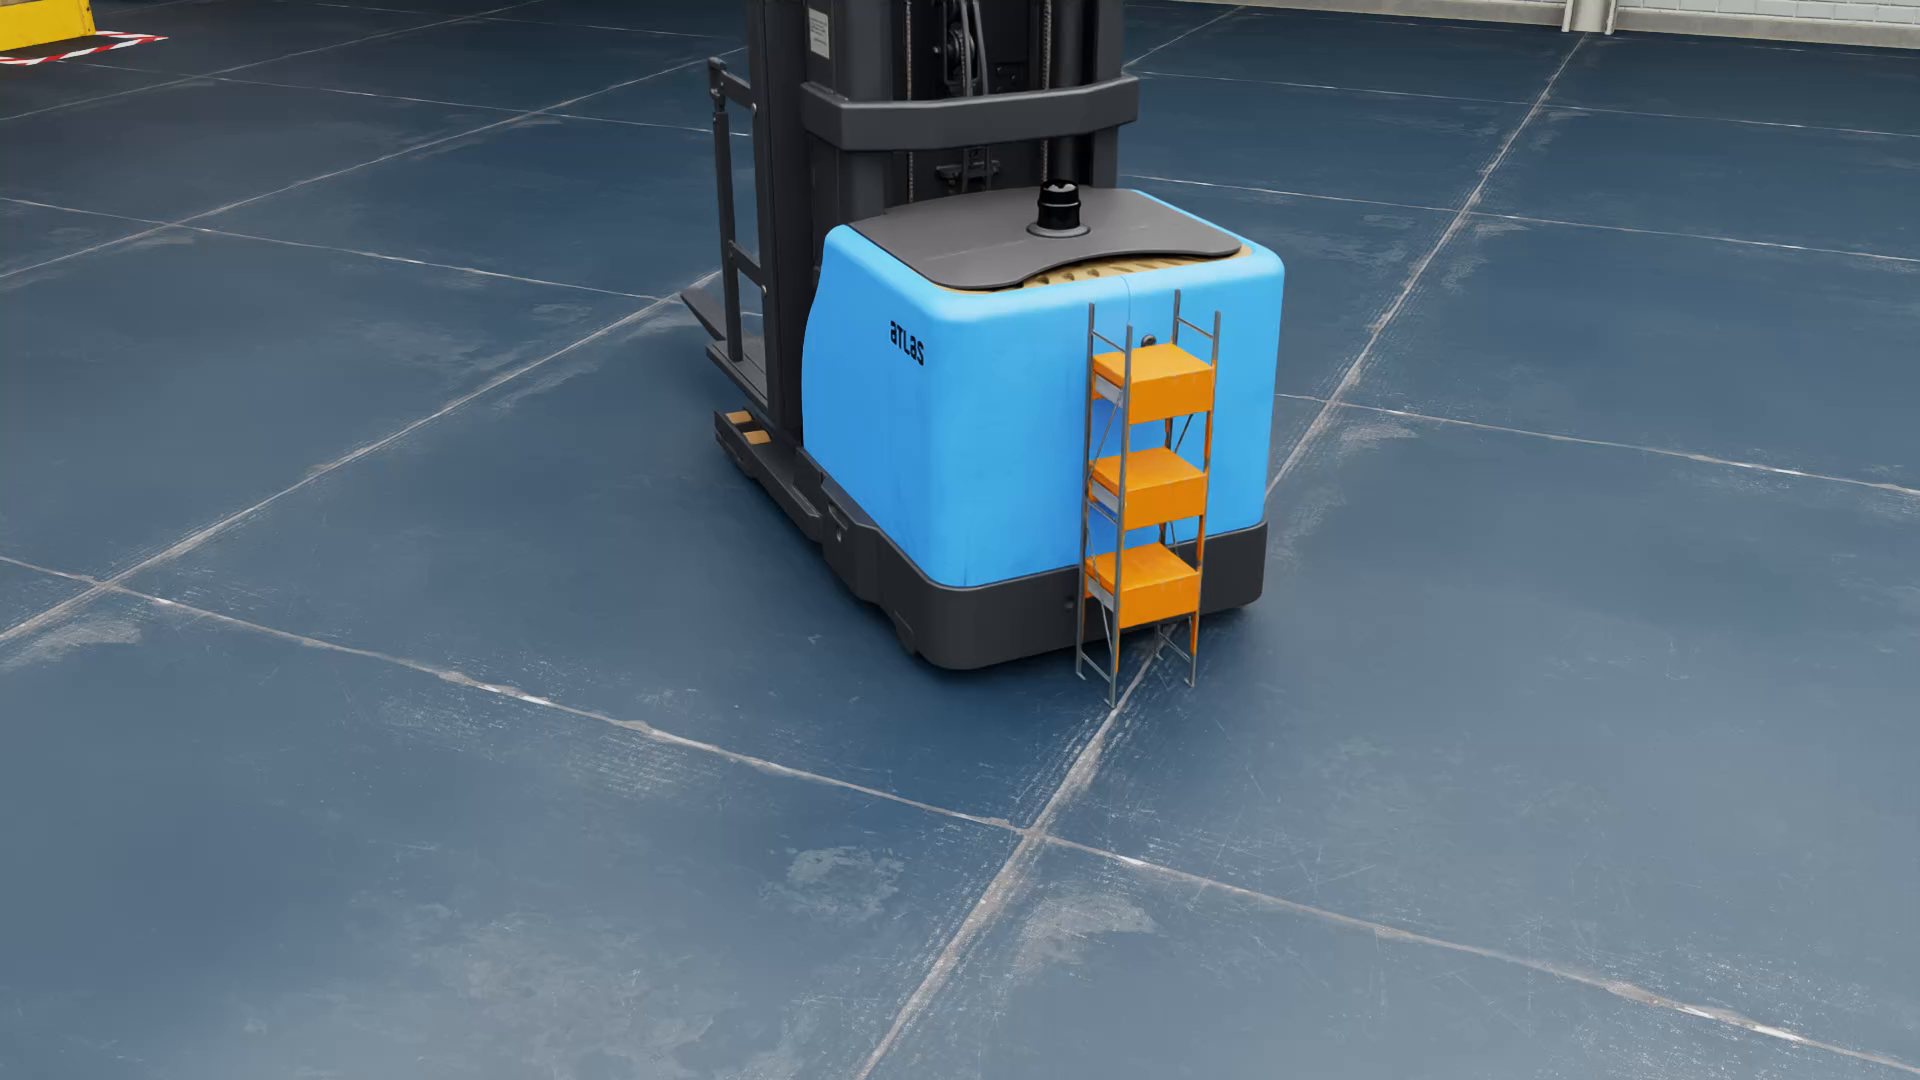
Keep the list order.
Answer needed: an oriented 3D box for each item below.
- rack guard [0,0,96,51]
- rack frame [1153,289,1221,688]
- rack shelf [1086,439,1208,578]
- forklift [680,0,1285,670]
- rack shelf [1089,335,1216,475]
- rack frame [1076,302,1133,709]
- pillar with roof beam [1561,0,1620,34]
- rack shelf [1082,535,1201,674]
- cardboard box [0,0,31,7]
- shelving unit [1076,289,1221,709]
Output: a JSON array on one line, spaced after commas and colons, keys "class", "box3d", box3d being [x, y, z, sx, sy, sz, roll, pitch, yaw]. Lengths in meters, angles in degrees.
[{"class": "rack guard", "box3d": [-7.523, -4.216, 13.247, 0.348, 0.500, 1.175, 11, 28, 22]}, {"class": "rack frame", "box3d": [0.580, -0.115, 4.295, 0.008, 1.050, 0.200, -12, 29, -22]}, {"class": "rack shelf", "box3d": [0.470, -0.083, 4.253, 0.240, 0.259, 0.215, -12, 29, -22]}, {"class": "forklift", "box3d": [-0.207, -1.595, 5.172, 1.130, 2.935, 3.031, -12, 28, -22]}, {"class": "rack shelf", "box3d": [0.470, -0.337, 4.128, 0.240, 0.259, 0.215, -12, 29, -22]}, {"class": "rack frame", "box3d": [0.359, -0.069, 4.202, 0.008, 1.050, 0.200, -12, 29, -22]}, {"class": "pillar with roof beam", "box3d": [3.478, -6.576, 8.419, 0.400, 9.000, 9.100, 11, 28, 22]}, {"class": "rack shelf", "box3d": [0.470, 0.167, 4.376, 0.240, 0.259, 0.215, -12, 29, -22]}, {"class": "cardboard box", "box3d": [-8.074, -4.537, 13.706, 0.500, 0.250, 0.500, 11, 28, 21]}, {"class": "shelving unit", "box3d": [0.470, -0.092, 4.248, 0.252, 1.050, 0.215, -12, 29, -22]}]
